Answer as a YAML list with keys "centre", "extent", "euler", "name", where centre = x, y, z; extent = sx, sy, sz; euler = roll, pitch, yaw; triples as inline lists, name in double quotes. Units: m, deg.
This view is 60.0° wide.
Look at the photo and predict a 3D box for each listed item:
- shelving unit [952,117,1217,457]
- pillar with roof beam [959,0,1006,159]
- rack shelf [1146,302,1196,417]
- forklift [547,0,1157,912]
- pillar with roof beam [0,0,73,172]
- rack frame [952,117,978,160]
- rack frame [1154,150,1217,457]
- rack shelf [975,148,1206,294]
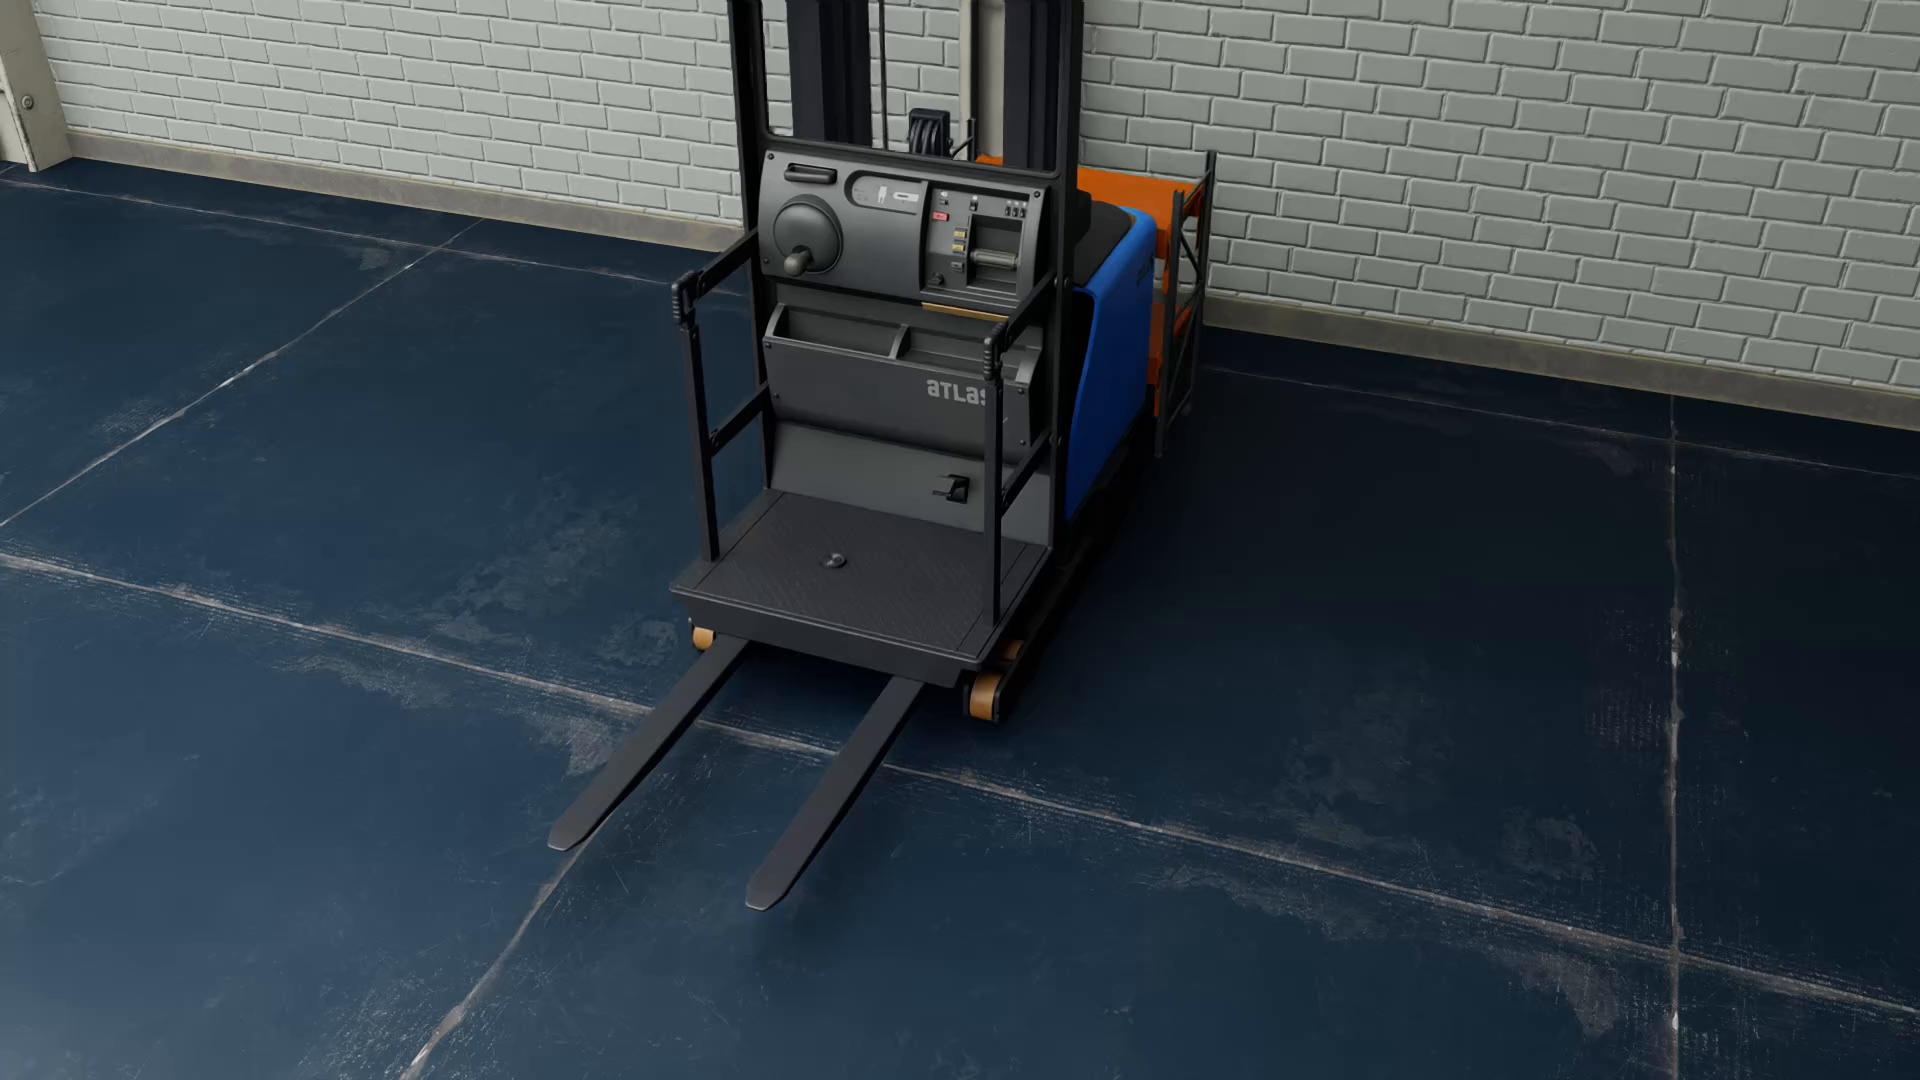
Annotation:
- centre: [0.434, -1.046, 6.834]
  extent: [1.048, 1.125, 0.538]
  euler: [13, 35, 19]
  name: "shelving unit"
- centre: [-1.219, -2.702, 2.139]
  extent: [0.400, 9.000, 9.100]
  euler: [11, 34, 16]
  name: "pillar with roof beam"
- centre: [0.434, -0.841, 6.966]
  extent: [1.000, 0.278, 0.538]
  euler: [13, 35, 19]
  name: "rack shelf"
- centre: [-0.266, -0.906, 4.951]
  extent: [1.130, 2.935, 3.031]
  euler: [12, 35, 18]
  name: "forklift"
- centre: [-6.867, -3.800, 3.840]
  extent: [0.400, 9.000, 9.100]
  euler: [11, 34, 16]
  name: "pillar with roof beam"
- centre: [-0.035, -1.153, 6.999]
  extent: [0.032, 1.125, 0.500]
  euler: [13, 35, 19]
  name: "rack frame"
- centre: [0.902, -0.940, 6.668]
  extent: [0.032, 1.125, 0.500]
  euler: [13, 35, 19]
  name: "rack frame"
- centre: [0.434, -1.292, 6.675]
  extent: [1.000, 0.278, 0.538]
  euler: [13, 35, 19]
  name: "rack shelf"
